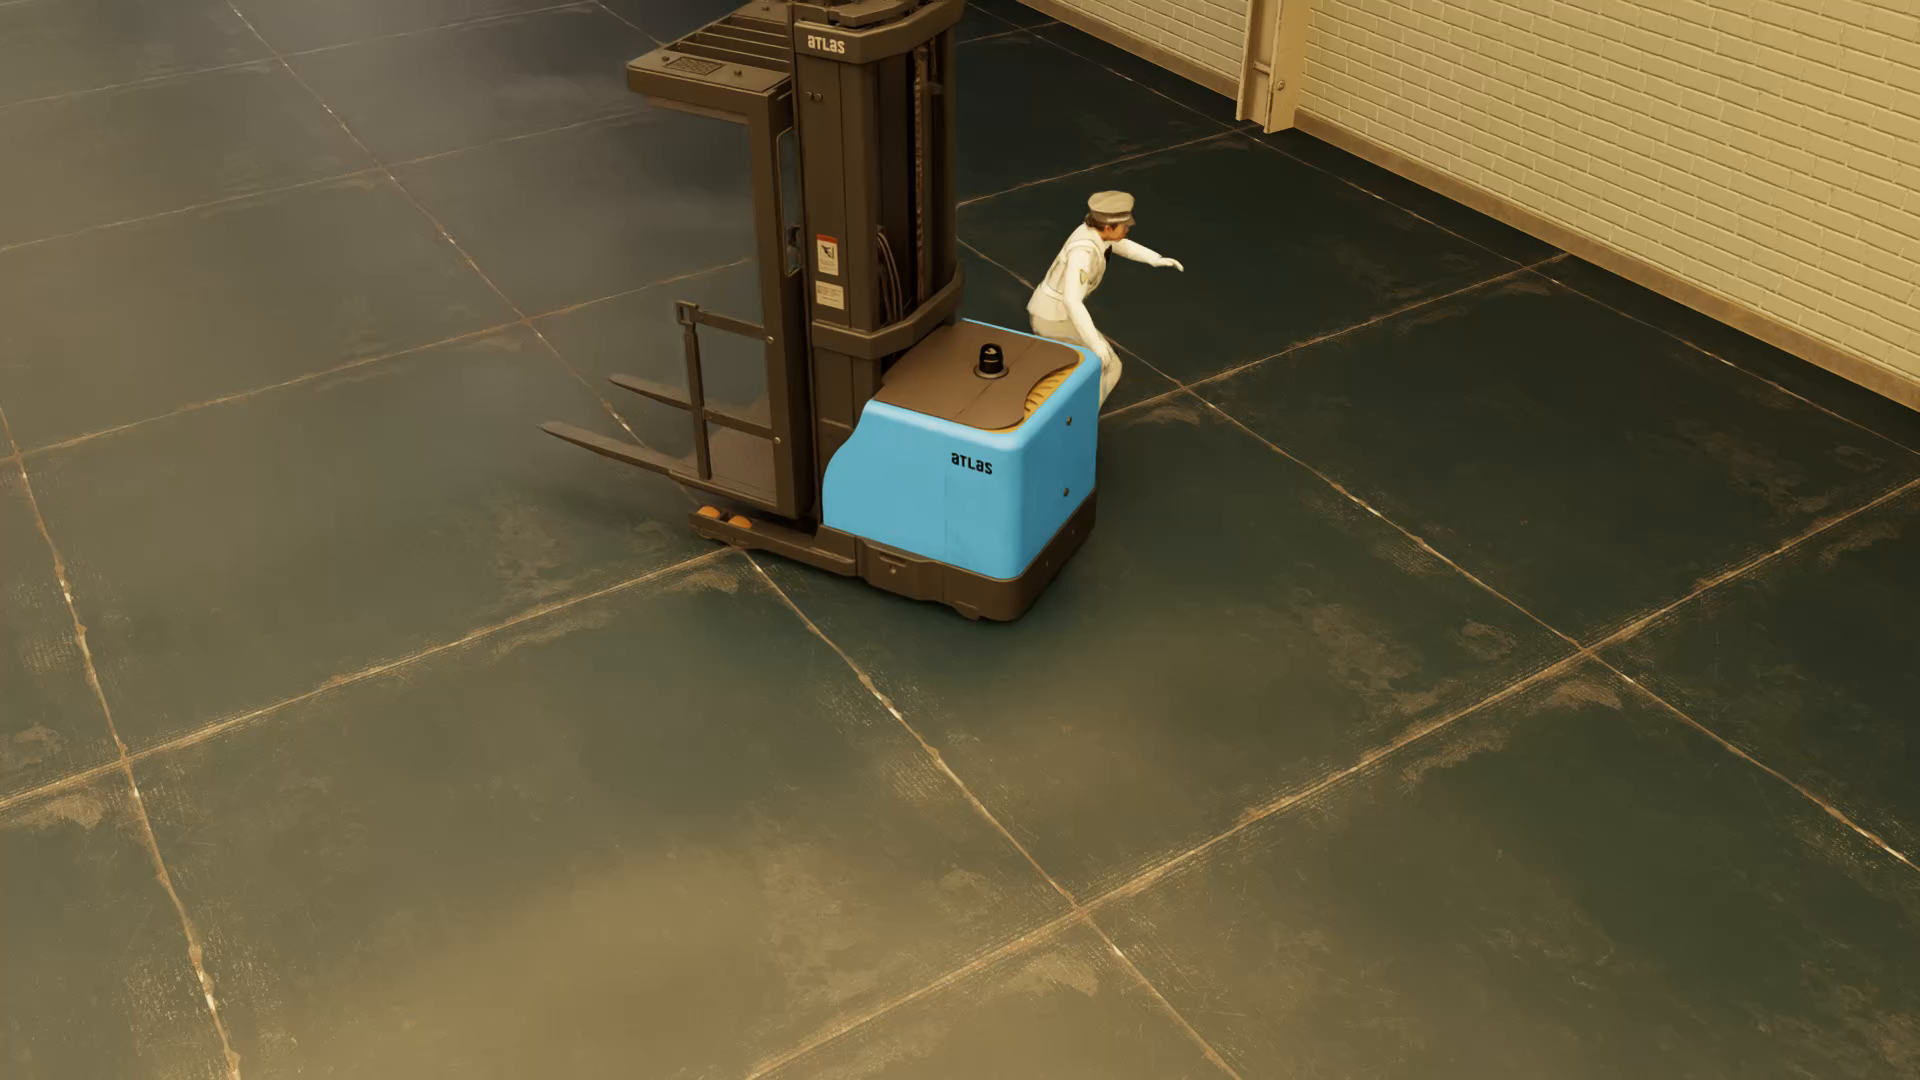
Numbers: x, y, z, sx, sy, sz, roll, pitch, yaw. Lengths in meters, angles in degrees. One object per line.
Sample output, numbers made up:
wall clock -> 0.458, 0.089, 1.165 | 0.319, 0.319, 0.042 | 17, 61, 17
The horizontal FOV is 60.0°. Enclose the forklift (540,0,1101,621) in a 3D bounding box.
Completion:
forklift -> -0.837, -1.403, 8.144 | 3.031, 2.935, 1.130 | 17, 39, 23

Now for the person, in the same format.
person -> 0.791, -1.163, 9.127 | 0.857, 1.430, 0.991 | 1, 35, 2
